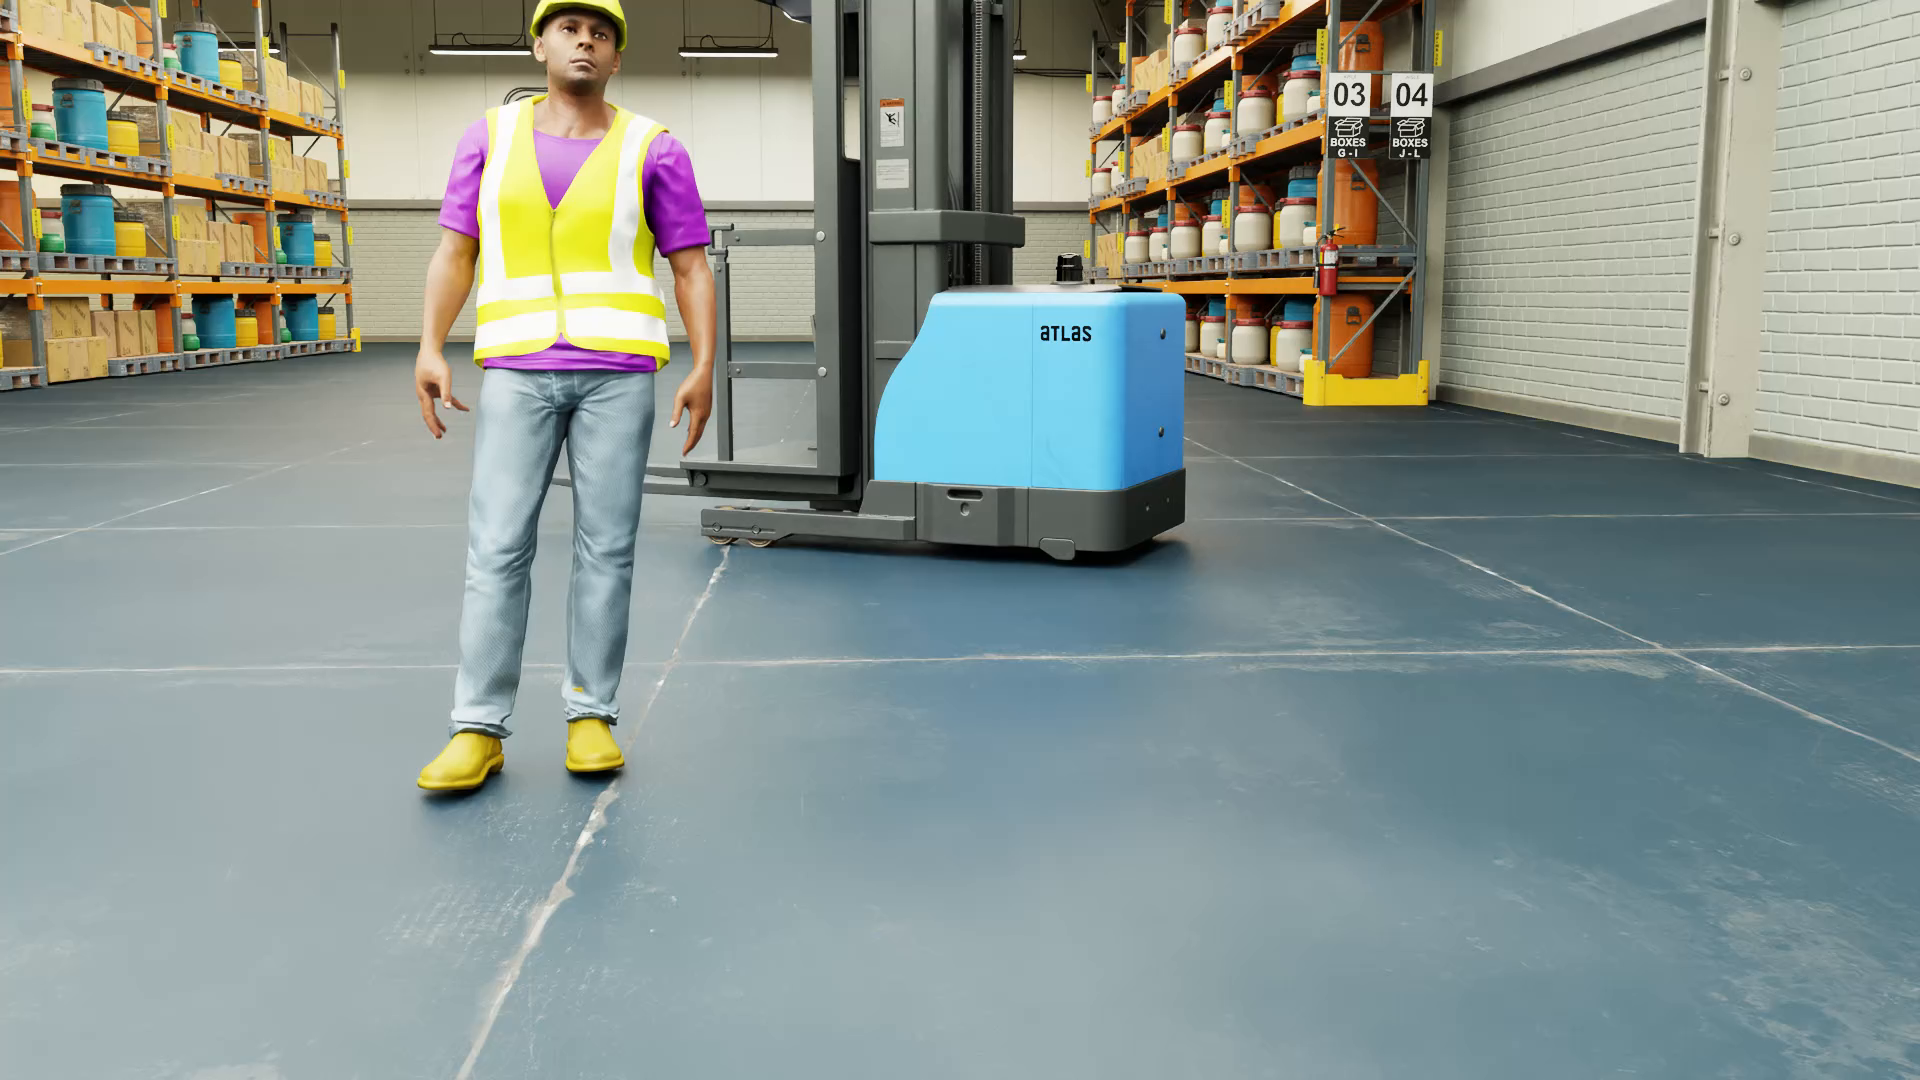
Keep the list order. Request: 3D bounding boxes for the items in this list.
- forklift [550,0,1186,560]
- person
[{"bbox_3d":[-0.570,-1.485,7.334,3.031,2.935,1.130,4,9,23],"label":"forklift"},{"bbox_3d":[-0.876,-0.363,3.696,0.665,1.768,0.575,-1,8,-6],"label":"person"}]
